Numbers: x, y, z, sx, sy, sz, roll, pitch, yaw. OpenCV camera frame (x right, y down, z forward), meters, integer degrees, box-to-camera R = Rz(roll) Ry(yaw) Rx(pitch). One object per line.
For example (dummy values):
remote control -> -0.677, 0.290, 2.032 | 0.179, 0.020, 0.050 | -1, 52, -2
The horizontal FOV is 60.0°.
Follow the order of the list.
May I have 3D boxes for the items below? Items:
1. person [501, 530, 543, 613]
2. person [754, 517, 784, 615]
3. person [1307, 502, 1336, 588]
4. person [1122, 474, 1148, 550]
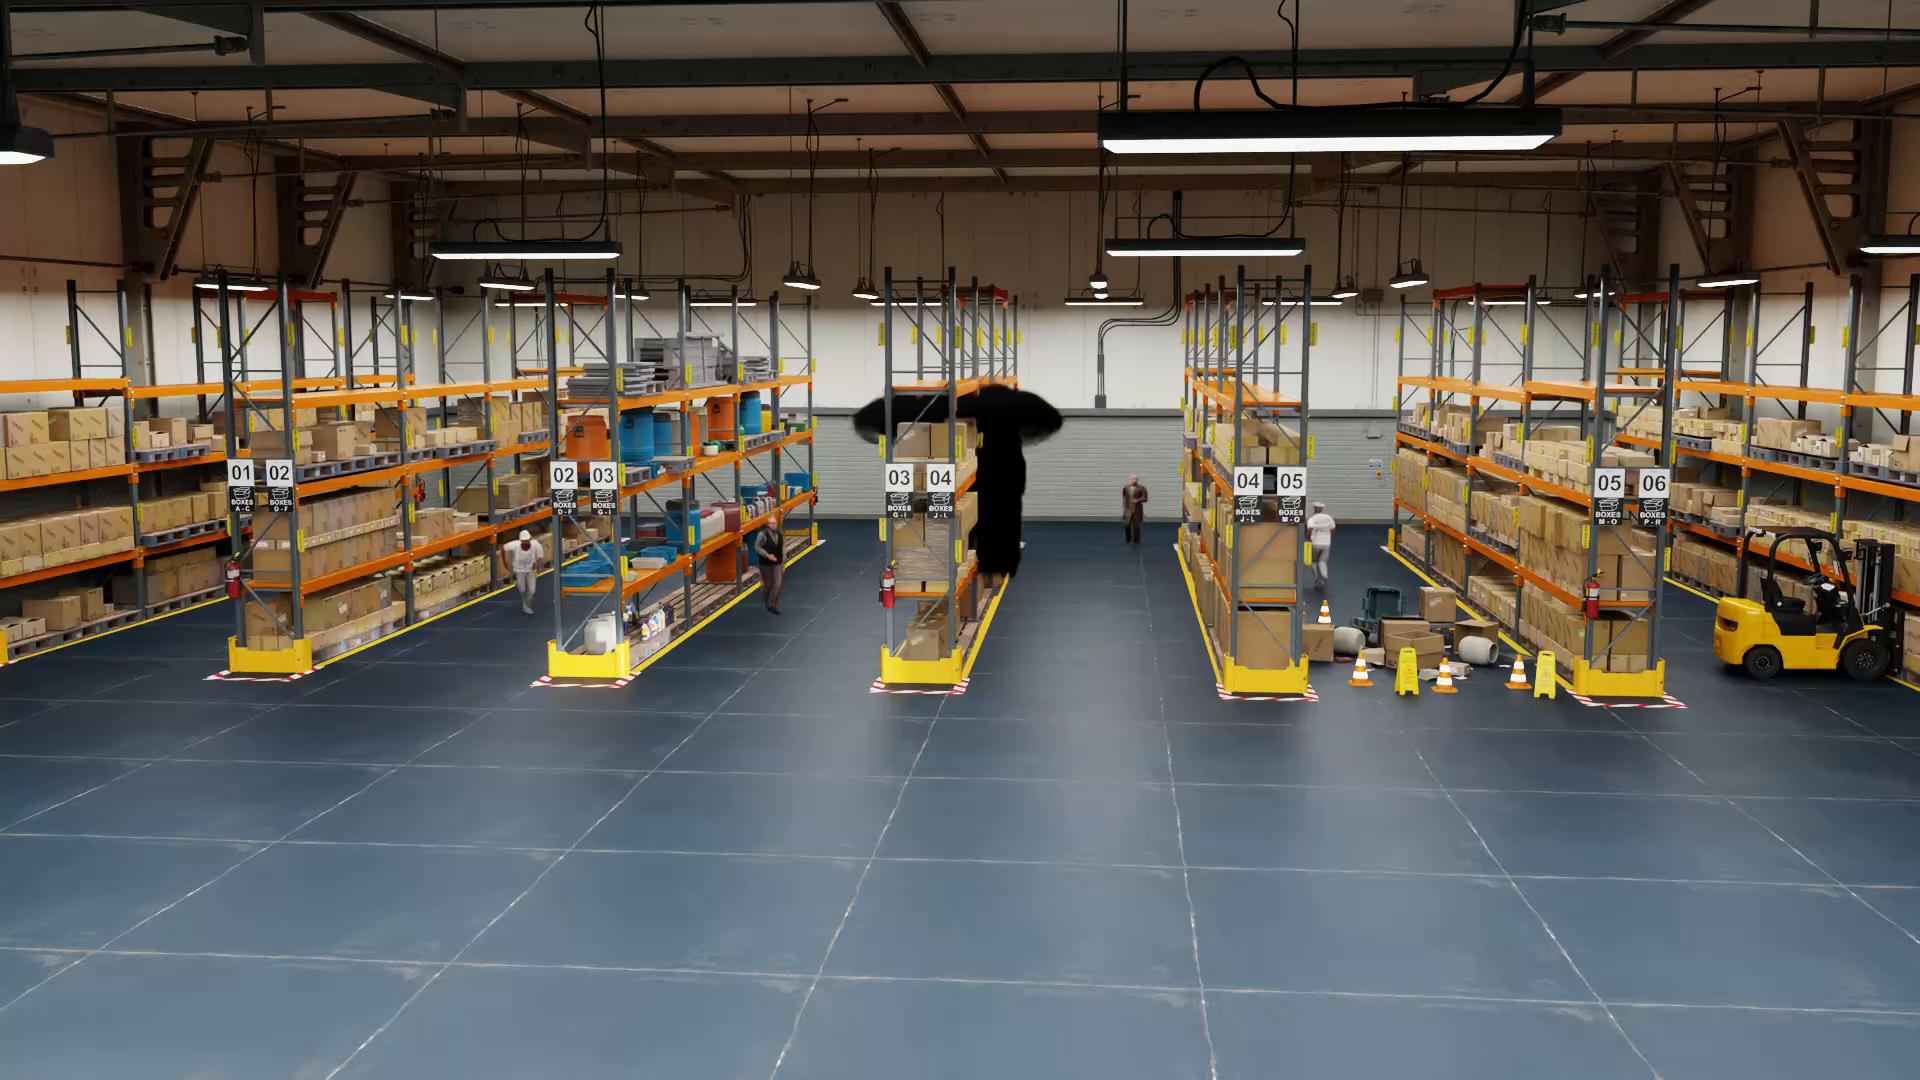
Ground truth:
person -> -7.897, 0.581, 30.036 | 0.741, 1.573, 0.820 | -2, 7, -15
person -> -3.365, 0.428, 29.212 | 0.637, 1.692, 0.826 | -4, 8, -27
person -> 7.219, 0.132, 33.162 | 0.646, 1.748, 0.765 | 0, 7, -4
person -> 4.117, -0.655, 39.376 | 0.676, 1.800, 0.774 | 3, 7, 20
